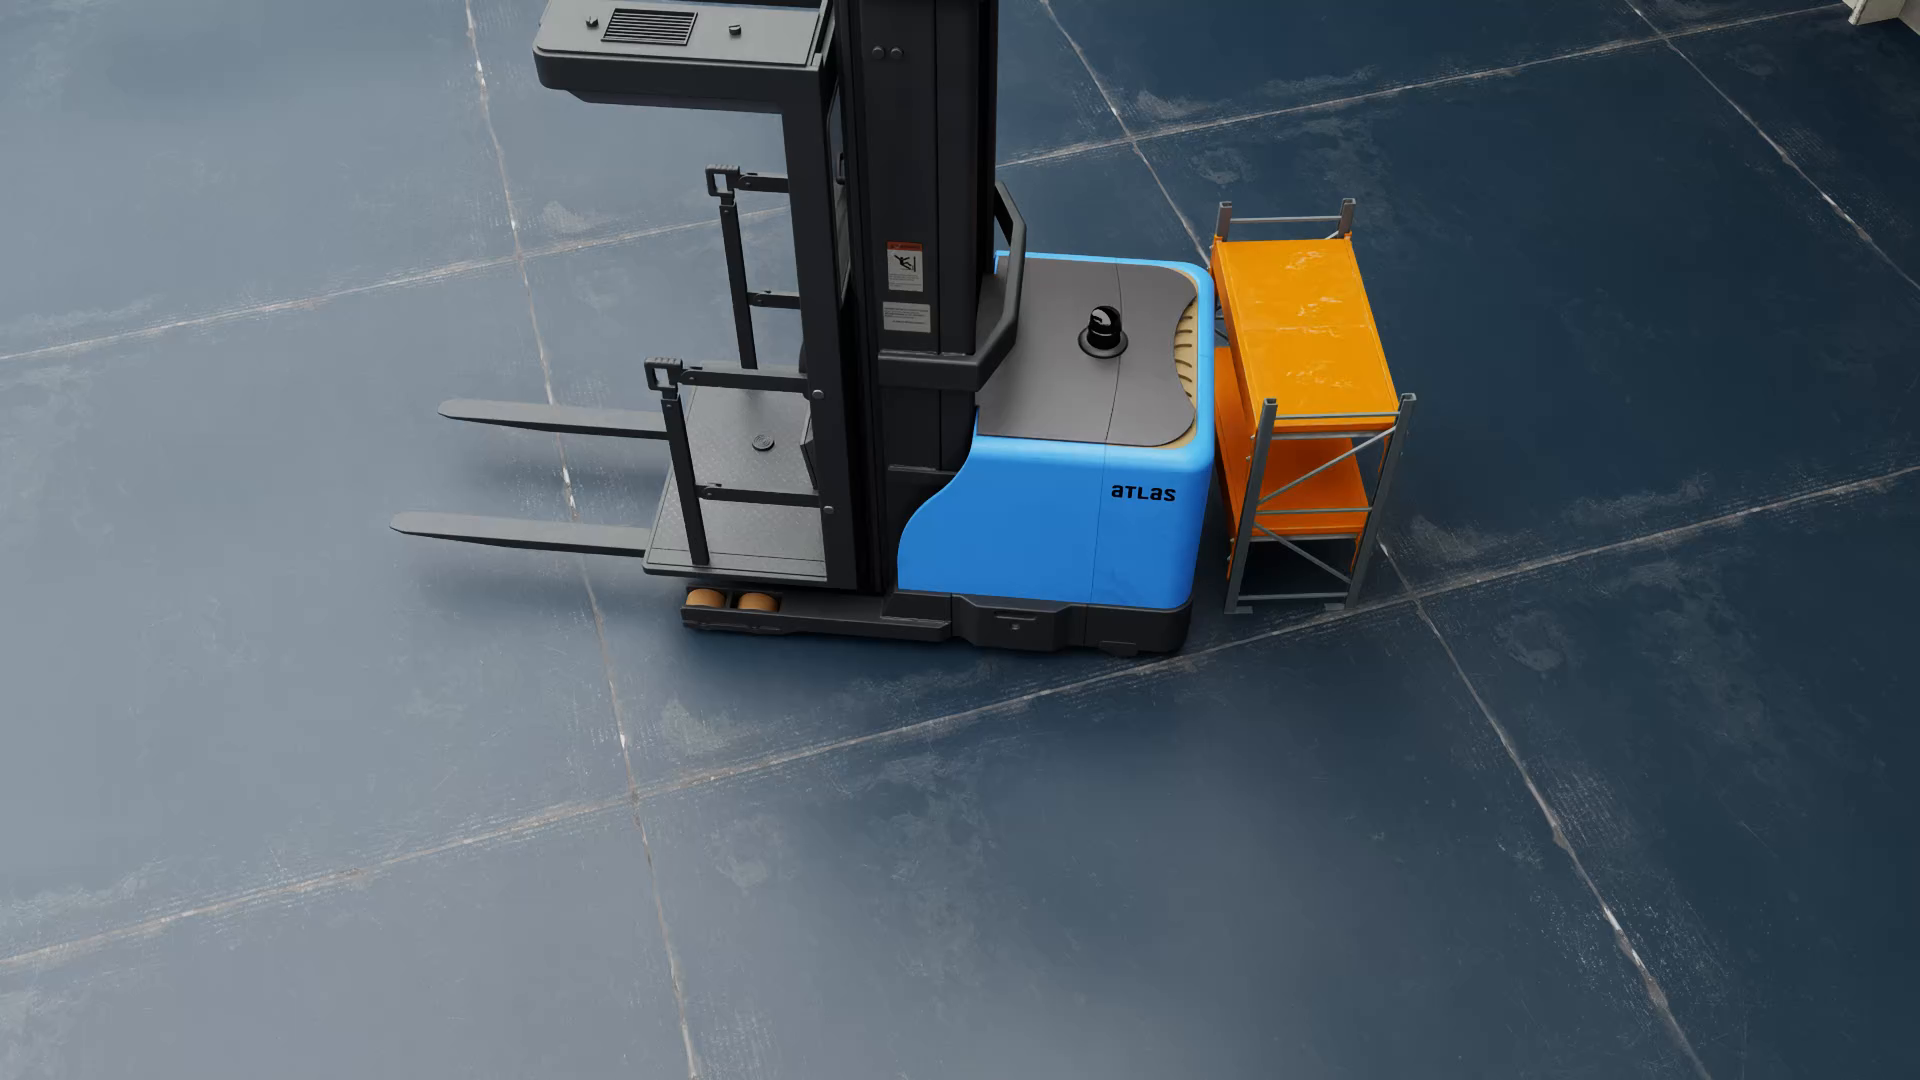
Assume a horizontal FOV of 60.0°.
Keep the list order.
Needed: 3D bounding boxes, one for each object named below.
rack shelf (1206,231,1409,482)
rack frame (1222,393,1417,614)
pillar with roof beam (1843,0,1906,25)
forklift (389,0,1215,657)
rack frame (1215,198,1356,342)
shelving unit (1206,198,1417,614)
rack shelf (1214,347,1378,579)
[{"bbox_3d":[1.227,-0.677,5.992,0.538,0.278,1.000,-2,50,-2],"label":"rack shelf"},{"bbox_3d":[1.248,-0.100,5.889,0.500,1.125,0.032,-2,50,-2],"label":"rack frame"},{"bbox_3d":[0.734,-4.844,4.738,9.100,9.000,0.400,-13,51,-11],"label":"pillar with roof beam"},{"bbox_3d":[-0.623,-0.992,5.459,3.031,2.935,1.130,4,50,4],"label":"forklift"},{"bbox_3d":[1.205,-0.877,6.543,0.500,1.125,0.032,-2,50,-2],"label":"rack frame"},{"bbox_3d":[1.227,-0.489,6.216,0.538,1.125,1.048,-2,50,-2],"label":"shelving unit"},{"bbox_3d":[1.227,-0.331,6.403,0.538,0.278,1.000,-2,50,-2],"label":"rack shelf"}]
